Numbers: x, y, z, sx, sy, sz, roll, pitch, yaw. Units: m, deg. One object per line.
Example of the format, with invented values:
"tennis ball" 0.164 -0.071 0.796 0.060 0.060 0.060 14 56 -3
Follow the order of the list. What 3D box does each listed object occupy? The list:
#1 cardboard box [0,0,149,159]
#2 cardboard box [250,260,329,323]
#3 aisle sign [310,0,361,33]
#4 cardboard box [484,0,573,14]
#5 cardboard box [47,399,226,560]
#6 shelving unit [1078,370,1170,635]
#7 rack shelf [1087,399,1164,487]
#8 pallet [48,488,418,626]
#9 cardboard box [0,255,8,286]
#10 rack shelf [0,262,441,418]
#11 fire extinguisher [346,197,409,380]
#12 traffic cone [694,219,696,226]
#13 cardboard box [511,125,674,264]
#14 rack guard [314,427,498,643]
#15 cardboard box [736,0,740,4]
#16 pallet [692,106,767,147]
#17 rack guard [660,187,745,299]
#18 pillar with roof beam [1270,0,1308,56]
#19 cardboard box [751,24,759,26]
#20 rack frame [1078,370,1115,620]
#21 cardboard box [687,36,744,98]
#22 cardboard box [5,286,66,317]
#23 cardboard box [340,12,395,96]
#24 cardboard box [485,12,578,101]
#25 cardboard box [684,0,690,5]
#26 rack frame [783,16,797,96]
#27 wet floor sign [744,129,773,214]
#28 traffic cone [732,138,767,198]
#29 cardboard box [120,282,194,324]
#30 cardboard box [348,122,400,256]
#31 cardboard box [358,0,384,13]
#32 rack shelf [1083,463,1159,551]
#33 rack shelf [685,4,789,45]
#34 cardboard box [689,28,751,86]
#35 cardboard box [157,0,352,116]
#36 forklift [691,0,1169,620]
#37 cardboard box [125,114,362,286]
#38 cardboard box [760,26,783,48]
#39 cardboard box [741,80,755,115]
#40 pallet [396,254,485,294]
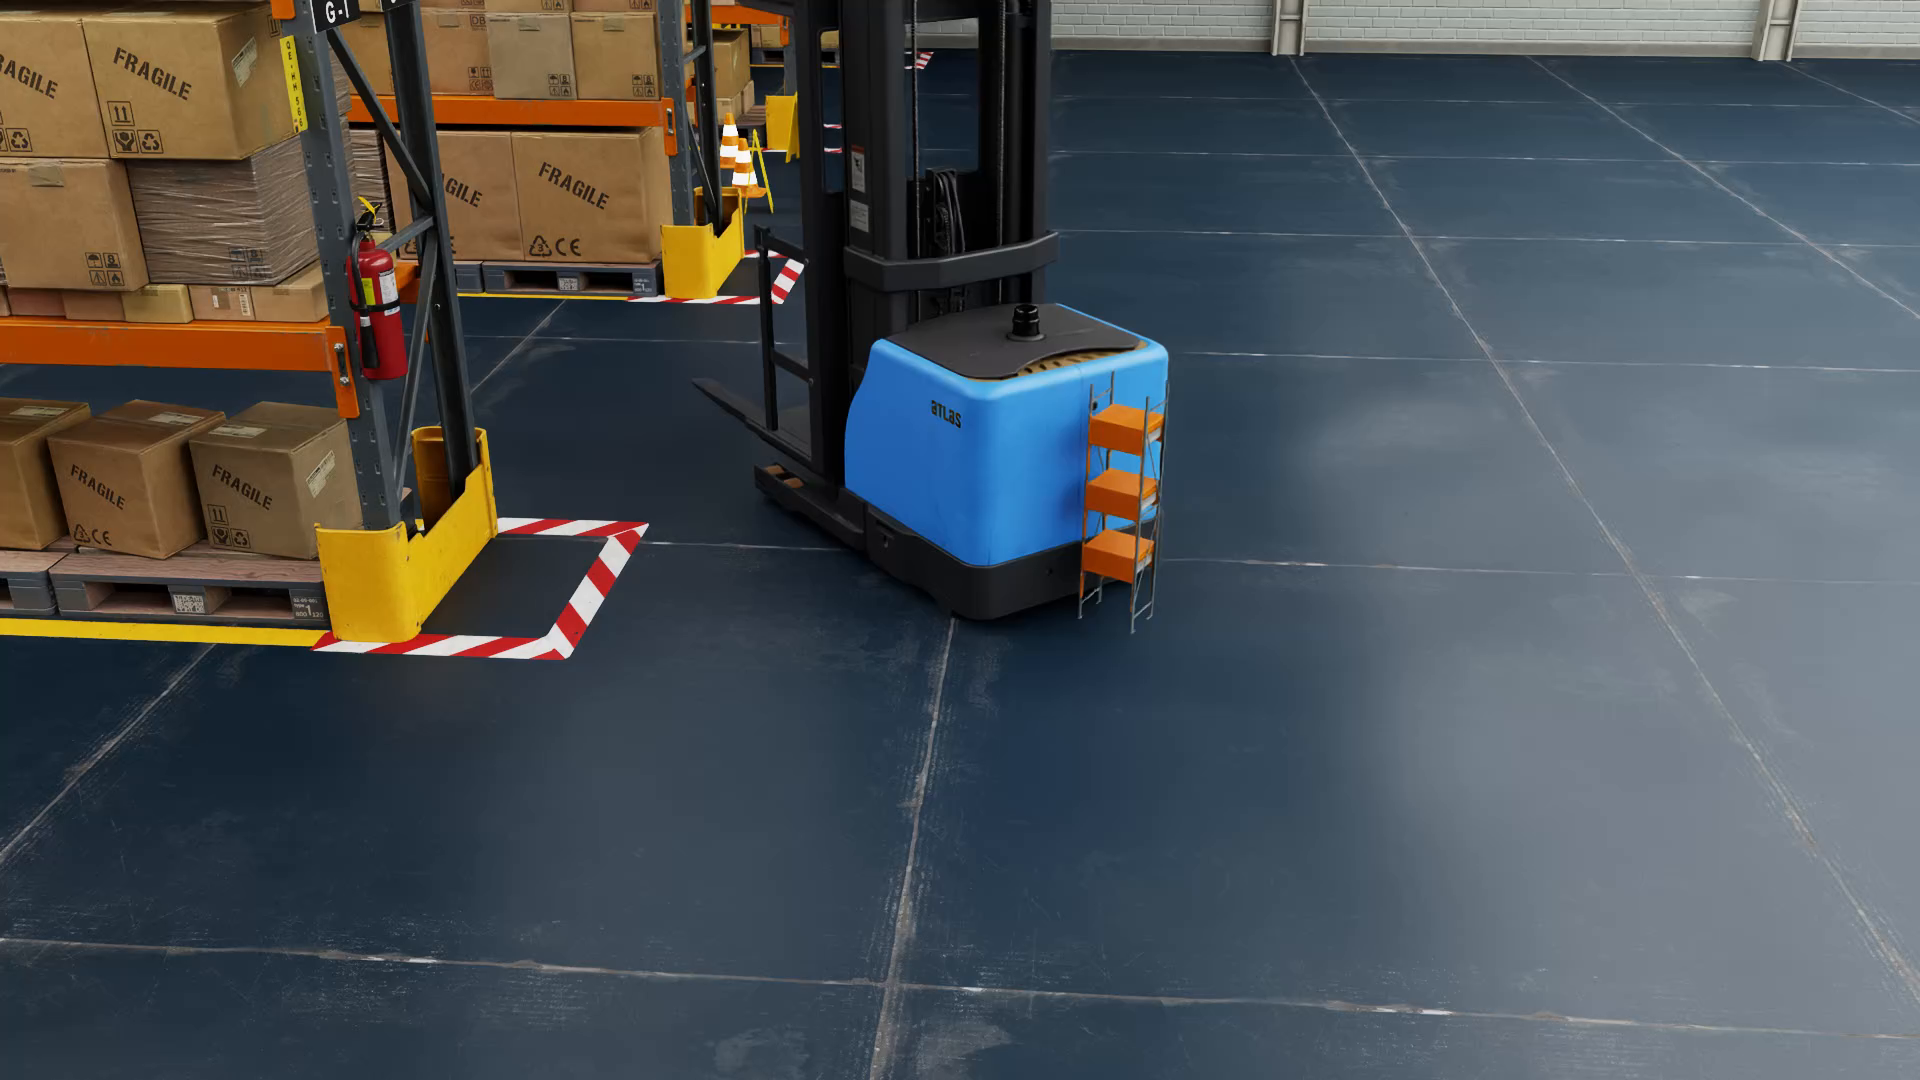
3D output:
"cardboard box" -3.376 -1.747 6.286 0.500 0.500 0.500 2 25 4
"cardboard box" -2.610 -0.993 6.619 0.250 0.149 0.380 2 25 4
"aisle sign" -2.271 -2.238 5.914 0.004 0.787 0.394 2 25 4
"cardboard box" -2.752 -3.814 10.978 0.550 0.550 0.875 2 25 4
"cardboard box" -3.530 -0.271 7.238 0.500 0.500 0.500 8 26 18
"shelving unit" 0.664 -0.145 6.803 0.252 1.050 0.215 16 29 28
"rack shelf" 0.669 -0.392 6.687 0.240 0.259 0.215 16 29 28
"pallet" -3.193 0.040 7.411 1.213 0.211 1.003 2 25 4
"cardboard box" -3.859 -1.393 6.714 0.500 0.500 0.875 2 25 4
"rack shelf" -4.304 -0.921 7.023 4.000 0.370 1.077 2 25 4
"fire extinguisher" -2.231 -0.953 6.325 0.183 0.674 0.296 2 25 4
"traffic cone" -2.250 -2.704 13.073 0.334 0.463 0.336 2 25 4
"cardboard box" -2.511 -2.467 11.563 0.875 0.875 0.875 2 25 4
"rack guard" -2.386 -0.051 7.262 0.348 0.500 1.175 2 25 4
"cardboard box" -1.941 -5.123 15.595 0.250 0.149 0.380 3 25 6
"pallet" -2.434 -4.090 16.387 1.213 0.211 1.003 2 25 4
"rack guard" -1.805 -2.111 11.740 0.348 0.500 1.175 2 25 4
"pillar with roof beam" 3.853 -8.520 15.501 0.400 9.000 9.100 2 25 4
"cardboard box" -2.700 -6.465 20.401 0.500 0.250 0.500 1 25 3
"rack frame" 0.561 -0.174 6.861 0.008 1.050 0.200 16 29 28
"cardboard box" -2.370 -4.513 15.860 0.500 0.500 0.500 2 25 4
"cardboard box" -3.606 -1.027 6.694 0.250 0.149 0.380 2 25 4
"cardboard box" -3.833 -3.387 11.344 0.500 0.550 0.875 2 25 4
"cardboard box" -2.753 -3.317 11.191 0.550 0.550 0.875 2 25 4
"cardboard box" -2.456 -5.102 15.549 0.250 0.149 0.380 1 25 3
"rack frame" -1.551 -5.314 15.710 0.127 3.000 1.000 2 25 4
"wet floor sign" -1.649 -3.002 13.503 0.232 0.644 0.267 -2 25 -5
"traffic cone" -1.825 -3.164 14.073 0.334 0.463 0.336 2 25 4
"cardboard box" -3.112 -0.987 6.608 0.250 0.149 0.380 2 25 4
"cardboard box" -4.297 -2.525 11.688 0.875 0.875 0.875 2 25 4
"cardboard box" -3.838 -3.851 11.059 0.500 0.550 0.875 2 25 4
"rack shelf" 0.664 -0.136 6.808 0.240 0.259 0.215 16 29 28
"rack shelf" -3.545 -5.051 16.000 4.000 0.370 1.077 2 25 4
"cardboard box" -2.358 -4.738 16.348 0.500 0.500 0.500 1 25 2
"cardboard box" -2.837 -1.950 6.727 0.500 0.500 0.500 2 25 4
"forklift" -0.350 -1.565 7.644 1.130 2.935 3.031 -16 29 -31
"cardboard box" -2.856 -1.393 6.714 0.500 0.500 0.875 2 25 4
"cardboard box" -2.163 -6.228 20.483 0.500 0.250 0.500 2 25 4
"cardboard box" -2.334 -4.397 16.504 0.500 0.250 0.500 2 25 4
"pallet" -3.846 -2.014 11.874 1.213 0.211 1.003 2 25 4
